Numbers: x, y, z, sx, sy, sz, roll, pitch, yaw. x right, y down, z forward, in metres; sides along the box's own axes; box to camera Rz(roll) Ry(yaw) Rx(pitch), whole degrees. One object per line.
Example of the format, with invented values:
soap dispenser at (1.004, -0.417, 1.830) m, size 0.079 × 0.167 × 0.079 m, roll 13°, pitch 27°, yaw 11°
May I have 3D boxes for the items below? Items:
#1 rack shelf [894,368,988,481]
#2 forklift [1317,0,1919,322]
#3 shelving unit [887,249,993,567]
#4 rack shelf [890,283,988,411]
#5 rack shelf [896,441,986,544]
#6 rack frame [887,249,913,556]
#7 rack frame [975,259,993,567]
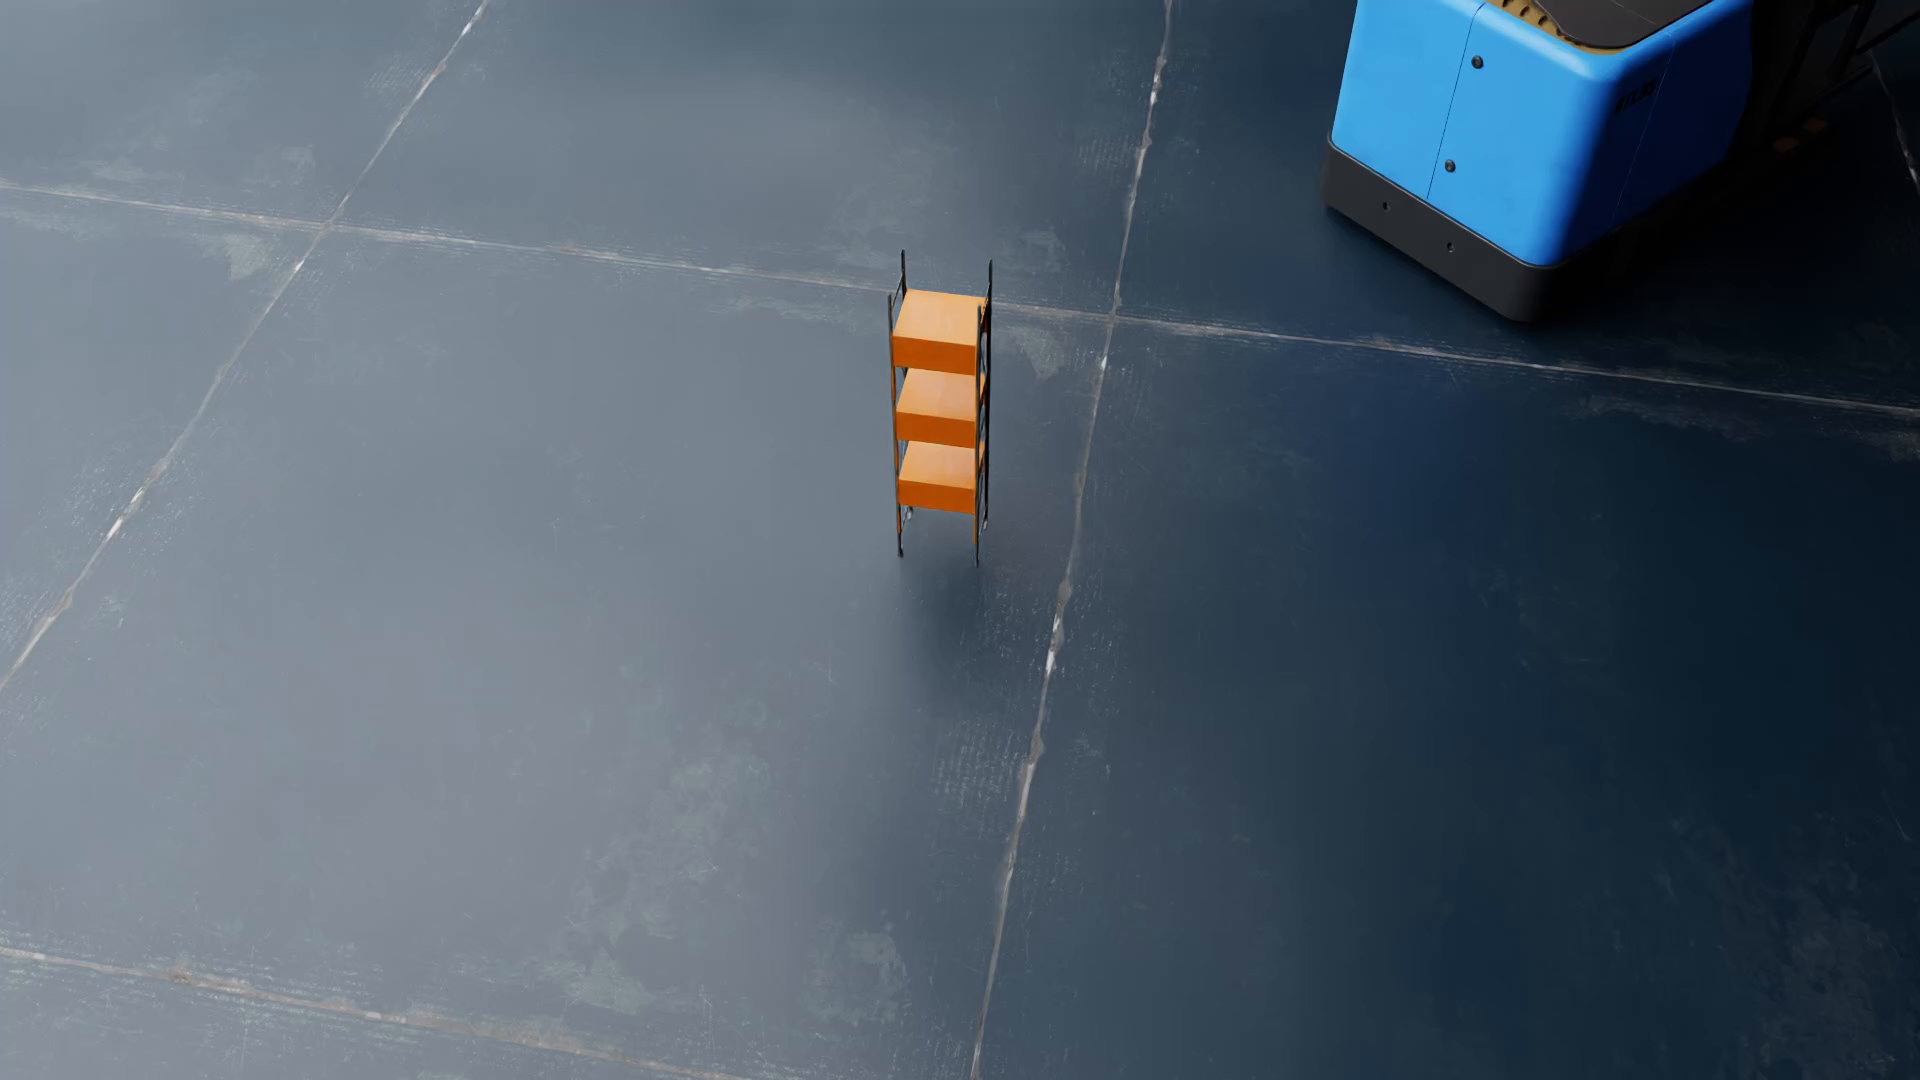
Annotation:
rack shelf at (-0.053, -0.351, 4.874) m, size 0.240 × 0.259 × 0.215 m, roll 8°, pitch 49°, yaw 7°
forklift at (2.828, -2.673, 5.681) m, size 3.031 × 2.935 × 1.130 m, roll -31°, pitch 55°, yaw -25°
shelving unit at (-0.053, -0.358, 4.866) m, size 0.252 × 1.050 × 0.215 m, roll 8°, pitch 49°, yaw 7°
rack shelf at (-0.053, -0.541, 4.663) m, size 0.240 × 0.259 × 0.215 m, roll 8°, pitch 49°, yaw 7°
rack shelf at (-0.053, -0.165, 5.080) m, size 0.240 × 0.259 × 0.215 m, roll 8°, pitch 49°, yaw 7°
rack frame at (-0.173, -0.374, 4.880) m, size 0.008 × 1.050 × 0.200 m, roll 8°, pitch 49°, yaw 7°
rack frame at (0.067, -0.342, 4.851) m, size 0.008 × 1.050 × 0.200 m, roll 8°, pitch 49°, yaw 7°
